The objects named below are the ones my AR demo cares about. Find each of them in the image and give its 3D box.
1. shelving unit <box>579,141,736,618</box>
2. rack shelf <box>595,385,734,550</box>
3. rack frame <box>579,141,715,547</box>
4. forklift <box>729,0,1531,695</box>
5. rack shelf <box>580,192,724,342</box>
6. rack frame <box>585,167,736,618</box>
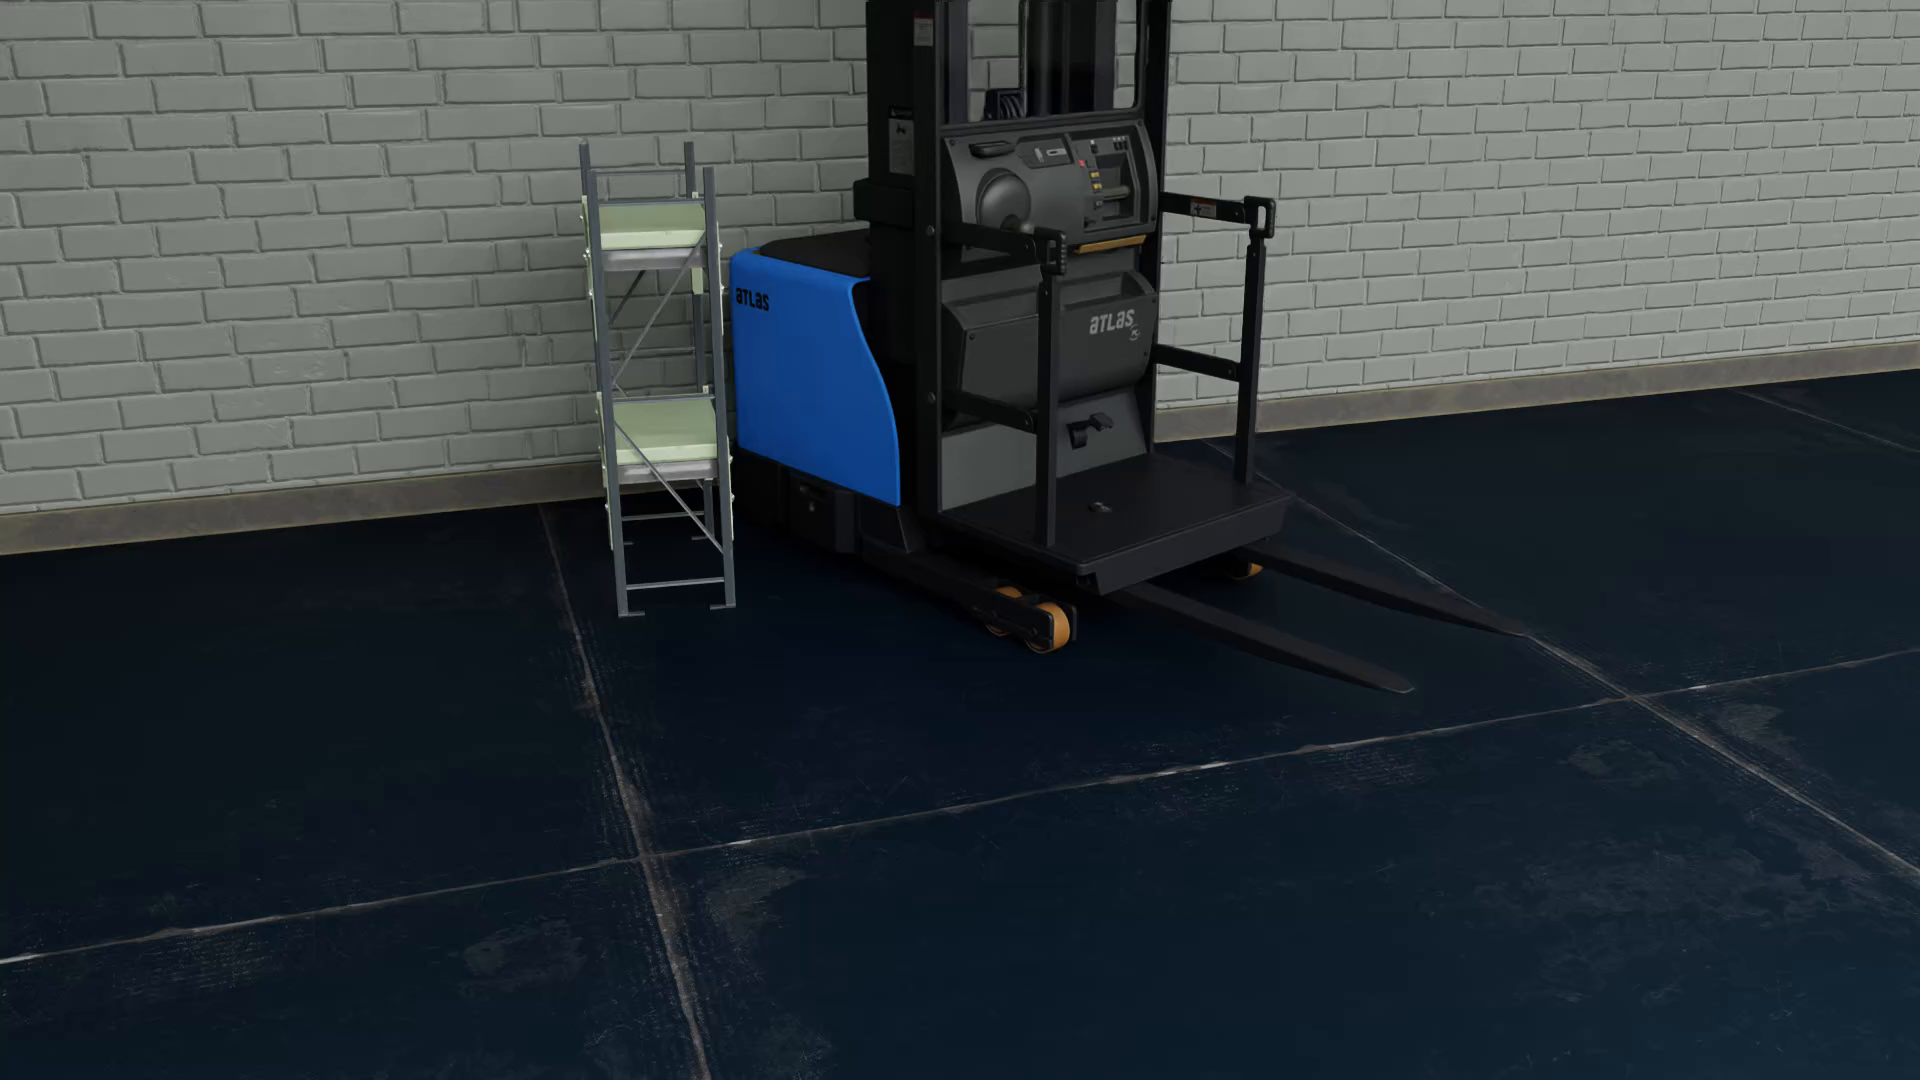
[{"bbox_3d":[-1.060,-0.580,5.813,0.431,1.500,0.755,-5,20,-13],"label":"shelving unit"},{"bbox_3d":[-1.060,-0.273,5.924,0.431,0.370,0.720,-5,20,-13],"label":"rack shelf"},{"bbox_3d":[-1.146,-0.701,6.148,0.400,1.500,0.023,-5,20,-13],"label":"rack frame"},{"bbox_3d":[0.463,-1.204,5.433,1.130,2.935,3.031,-17,26,-39],"label":"forklift"},{"bbox_3d":[-1.060,-0.948,5.681,0.431,0.370,0.720,-5,20,-13],"label":"rack shelf"},{"bbox_3d":[-0.975,-0.460,5.478,0.400,1.500,0.023,-5,20,-13],"label":"rack frame"}]
